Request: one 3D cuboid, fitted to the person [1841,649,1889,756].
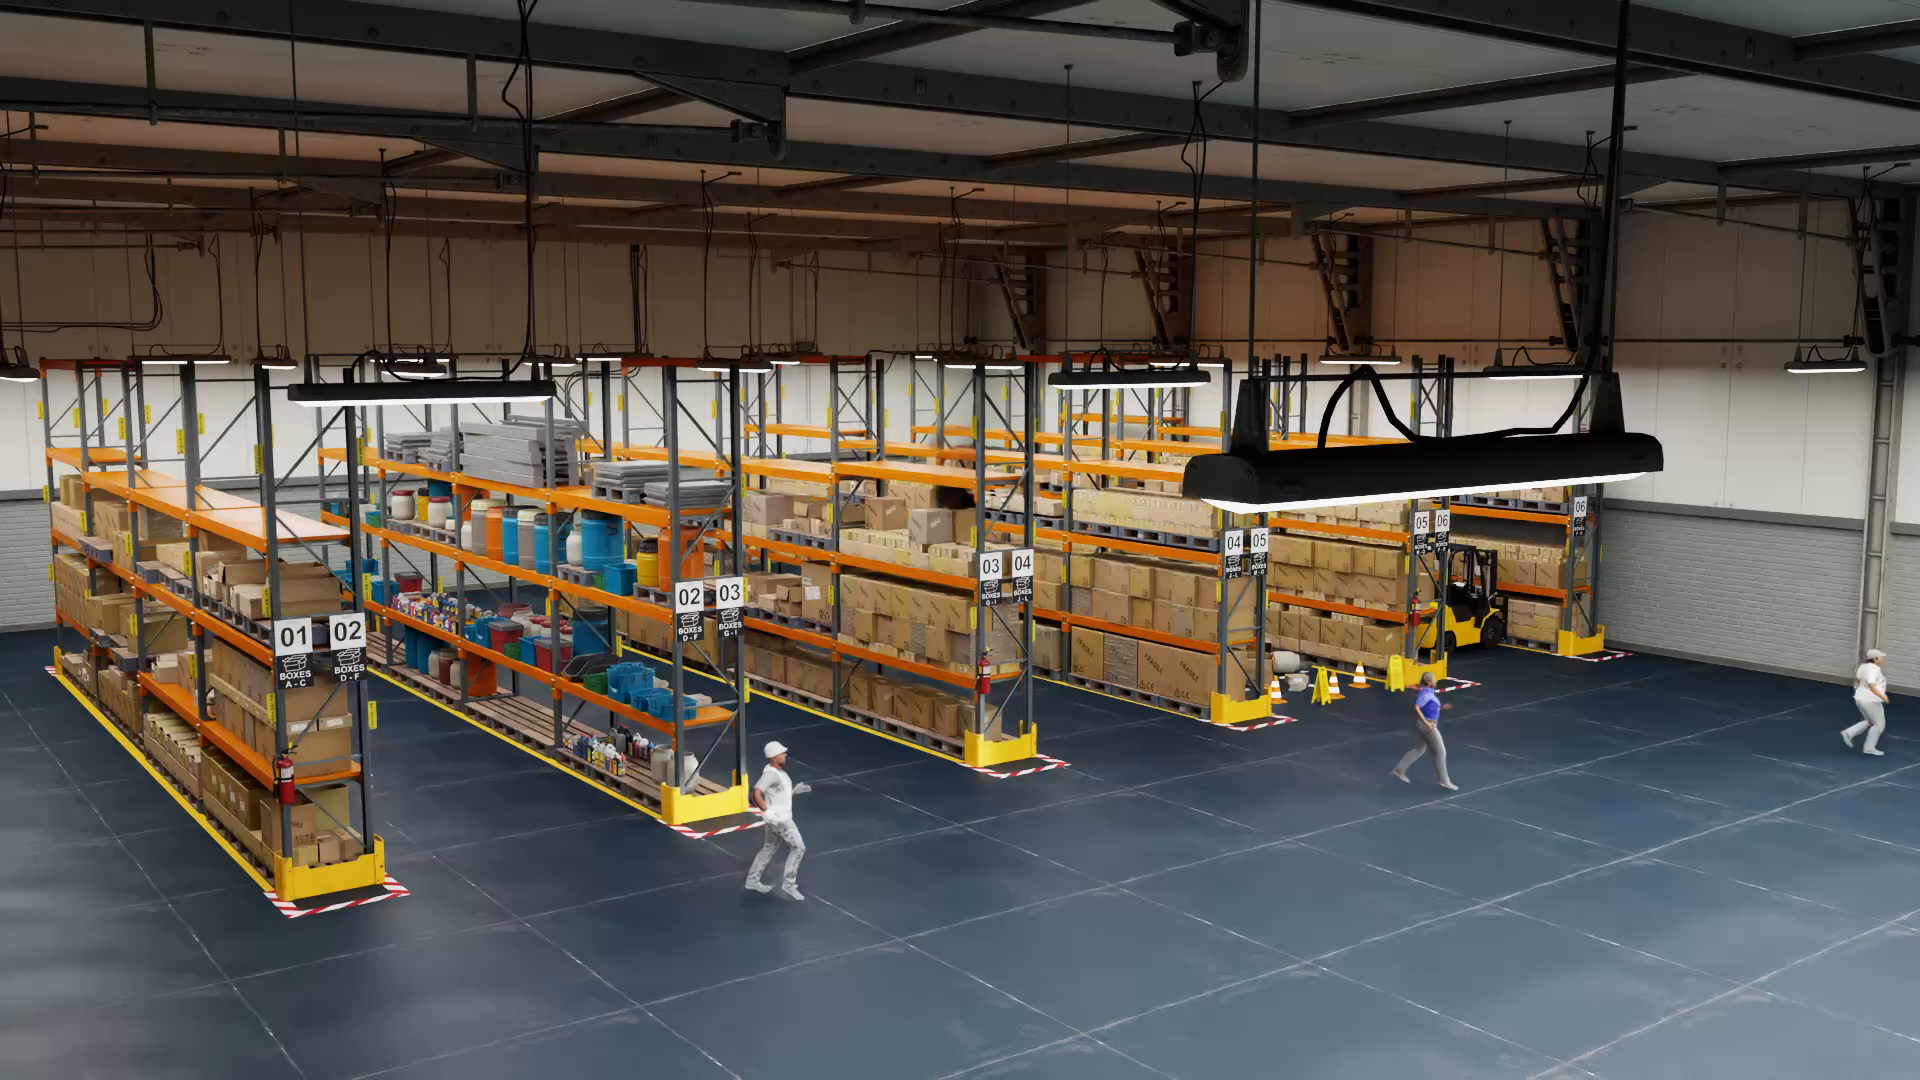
[{"bbox_3d":[13.877,2.475,25.454,0.583,1.636,0.628,1,7,10],"label":"person"}]

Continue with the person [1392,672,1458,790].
[{"bbox_3d":[6.596,2.682,23.449,0.877,1.672,0.566,0,7,1],"label":"person"}]

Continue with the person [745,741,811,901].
[{"bbox_3d":[-2.063,3.187,18.862,0.770,1.834,0.666,-1,7,-12],"label":"person"}]
